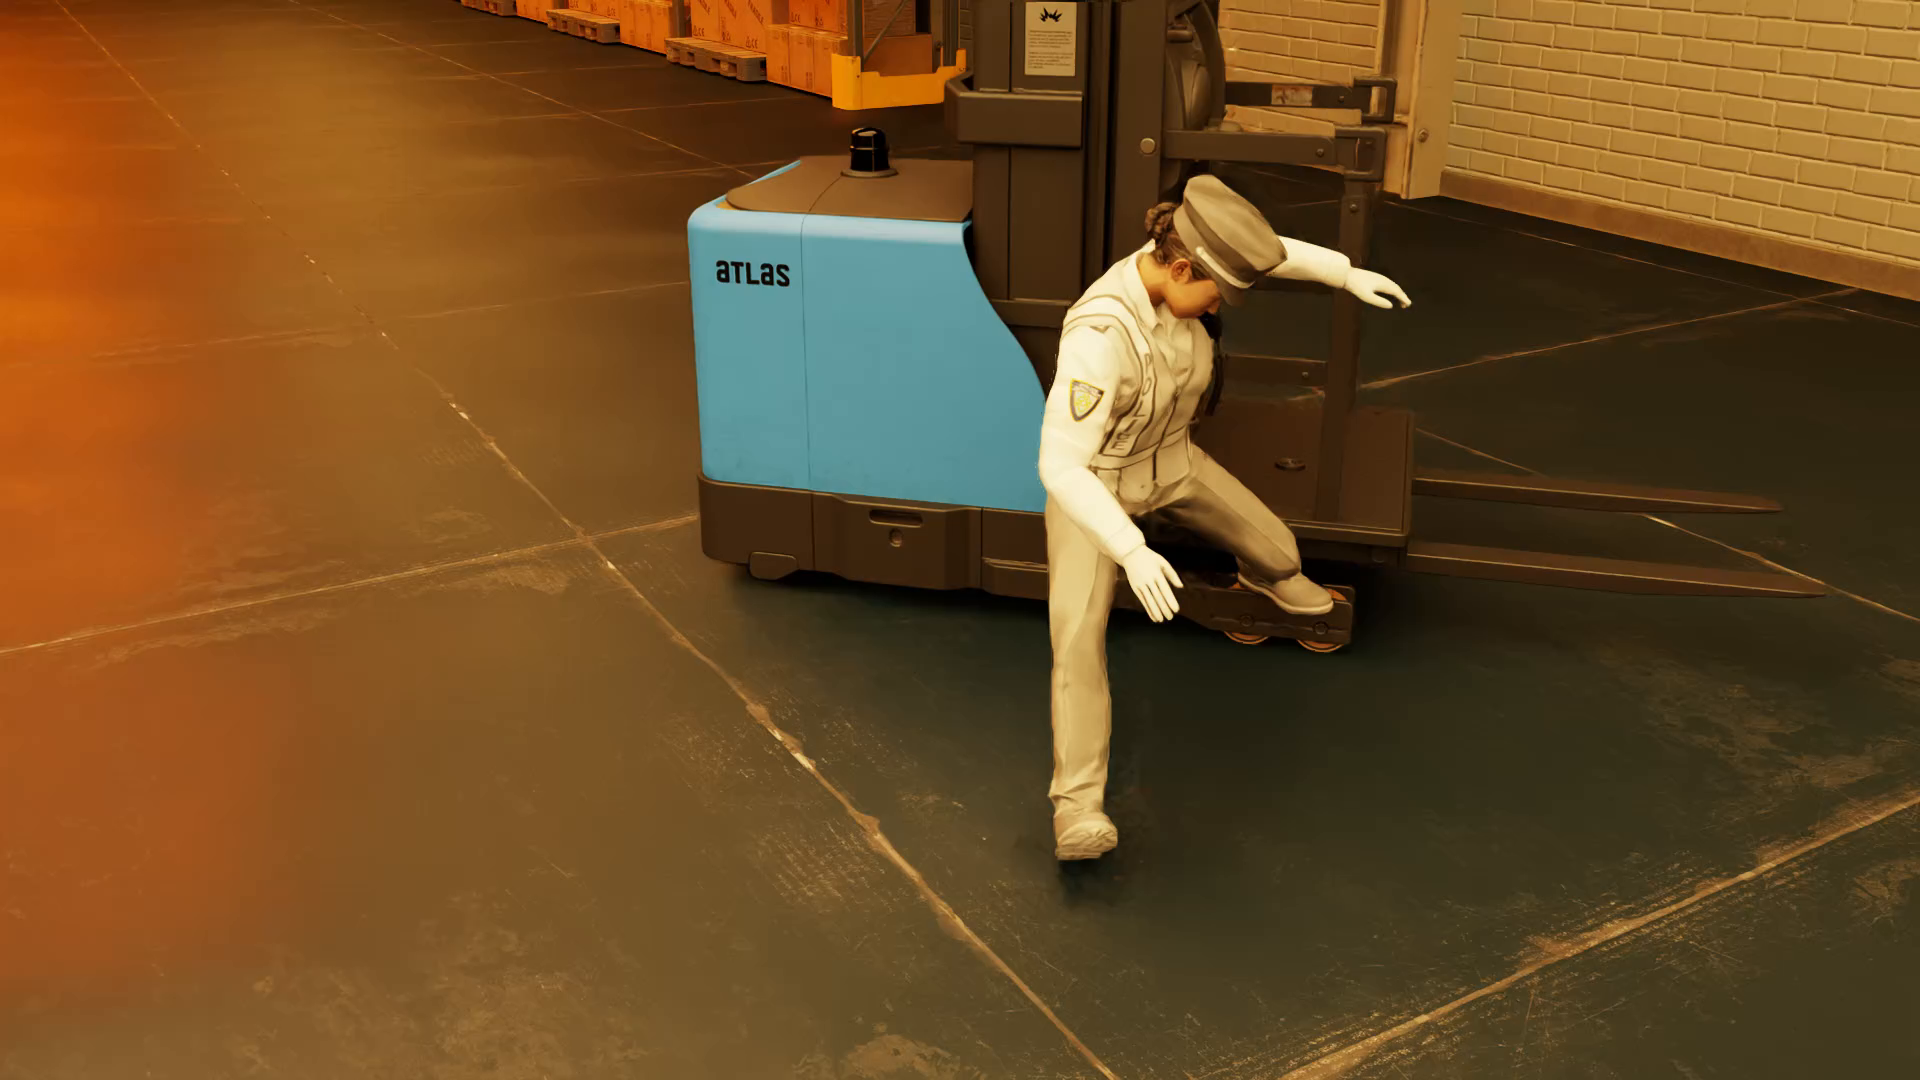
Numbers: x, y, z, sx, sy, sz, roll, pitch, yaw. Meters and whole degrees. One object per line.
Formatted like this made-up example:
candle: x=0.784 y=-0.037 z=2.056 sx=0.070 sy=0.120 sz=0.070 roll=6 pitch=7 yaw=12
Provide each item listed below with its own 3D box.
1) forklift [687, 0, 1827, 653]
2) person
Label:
forklift: x=0.819 y=-1.281 z=4.396 sx=3.031 sy=2.935 sz=1.130 roll=6 pitch=23 yaw=14
person: x=0.532 y=-0.133 z=3.667 sx=1.279 sy=1.372 sz=0.761 roll=-16 pitch=27 yaw=-33
